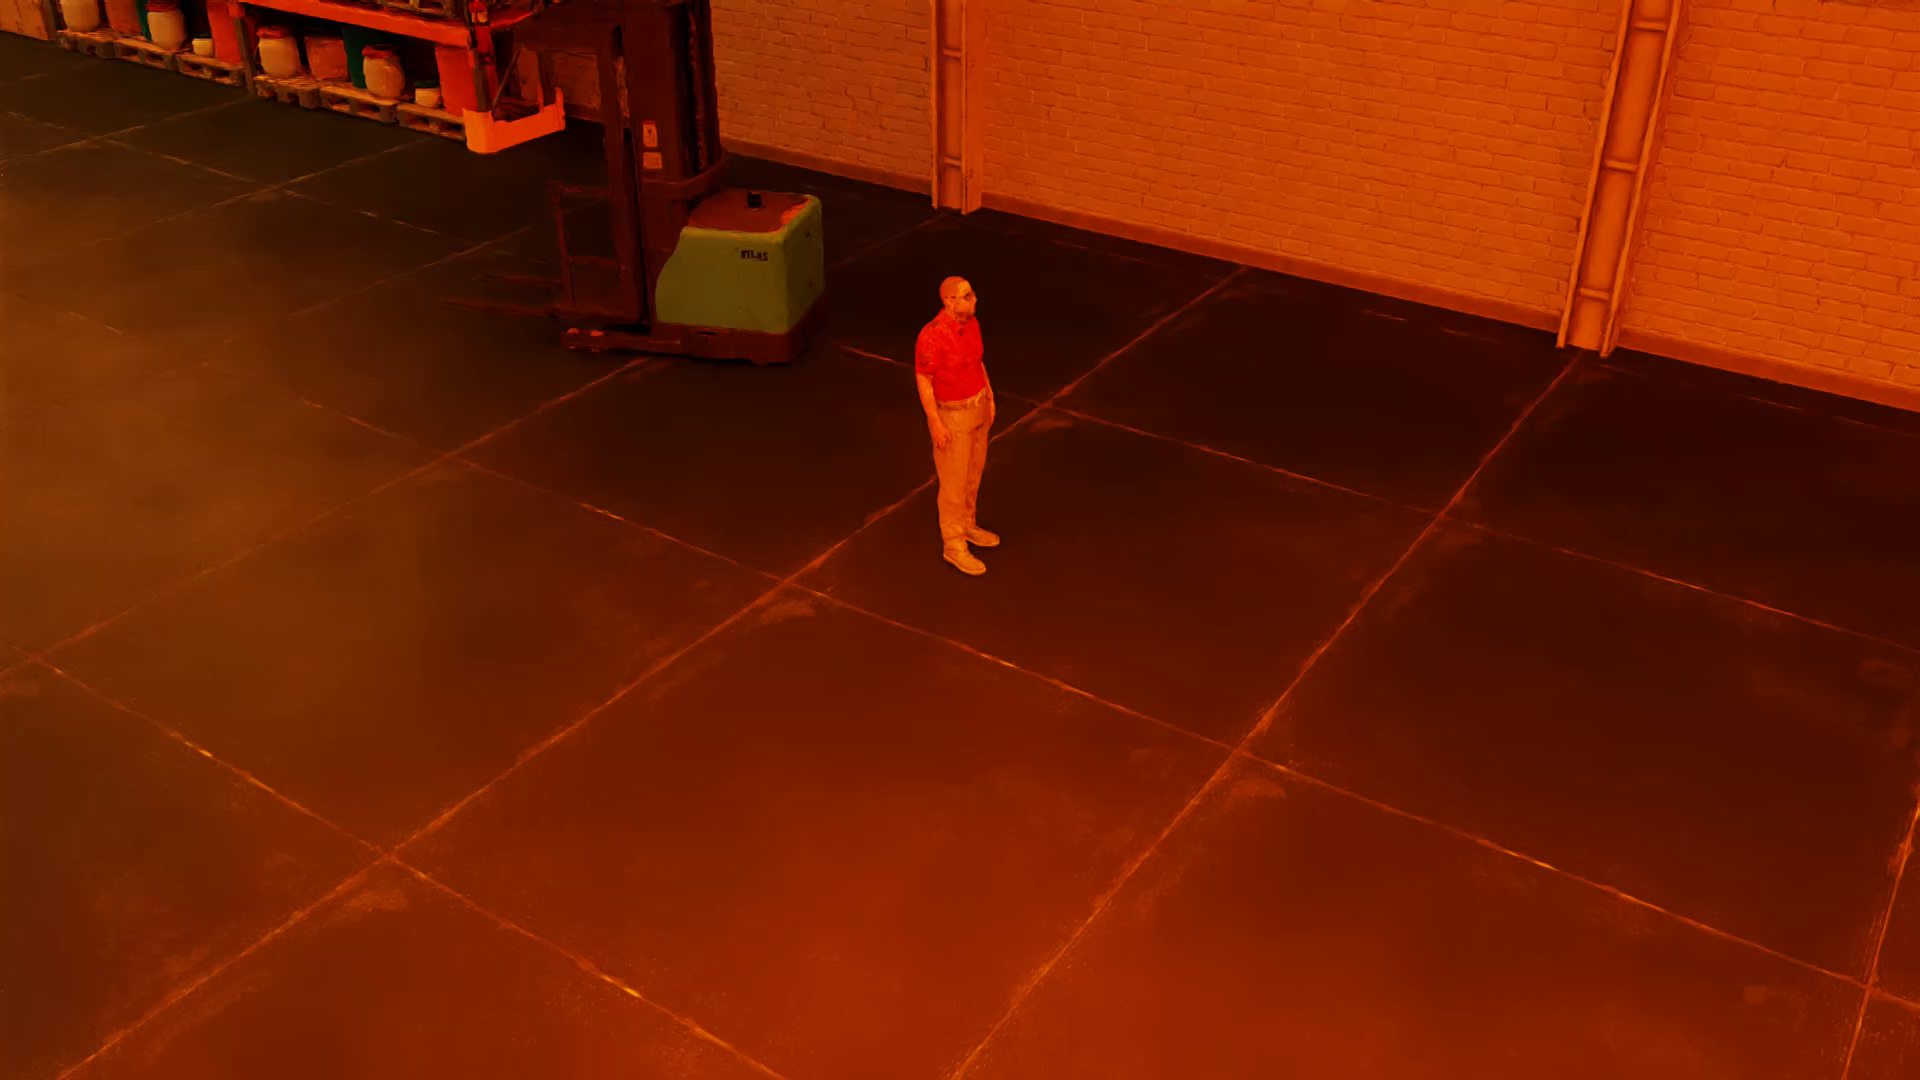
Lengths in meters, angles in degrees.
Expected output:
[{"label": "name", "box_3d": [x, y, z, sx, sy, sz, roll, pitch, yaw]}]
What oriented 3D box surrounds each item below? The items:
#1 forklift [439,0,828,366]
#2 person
[{"label": "forklift", "box_3d": [-2.645, -2.986, 12.724, 3.031, 2.935, 1.130, 7, 31, 12]}, {"label": "person", "box_3d": [0.068, -0.724, 10.010, 0.550, 1.727, 0.640, 19, 35, 29]}]
